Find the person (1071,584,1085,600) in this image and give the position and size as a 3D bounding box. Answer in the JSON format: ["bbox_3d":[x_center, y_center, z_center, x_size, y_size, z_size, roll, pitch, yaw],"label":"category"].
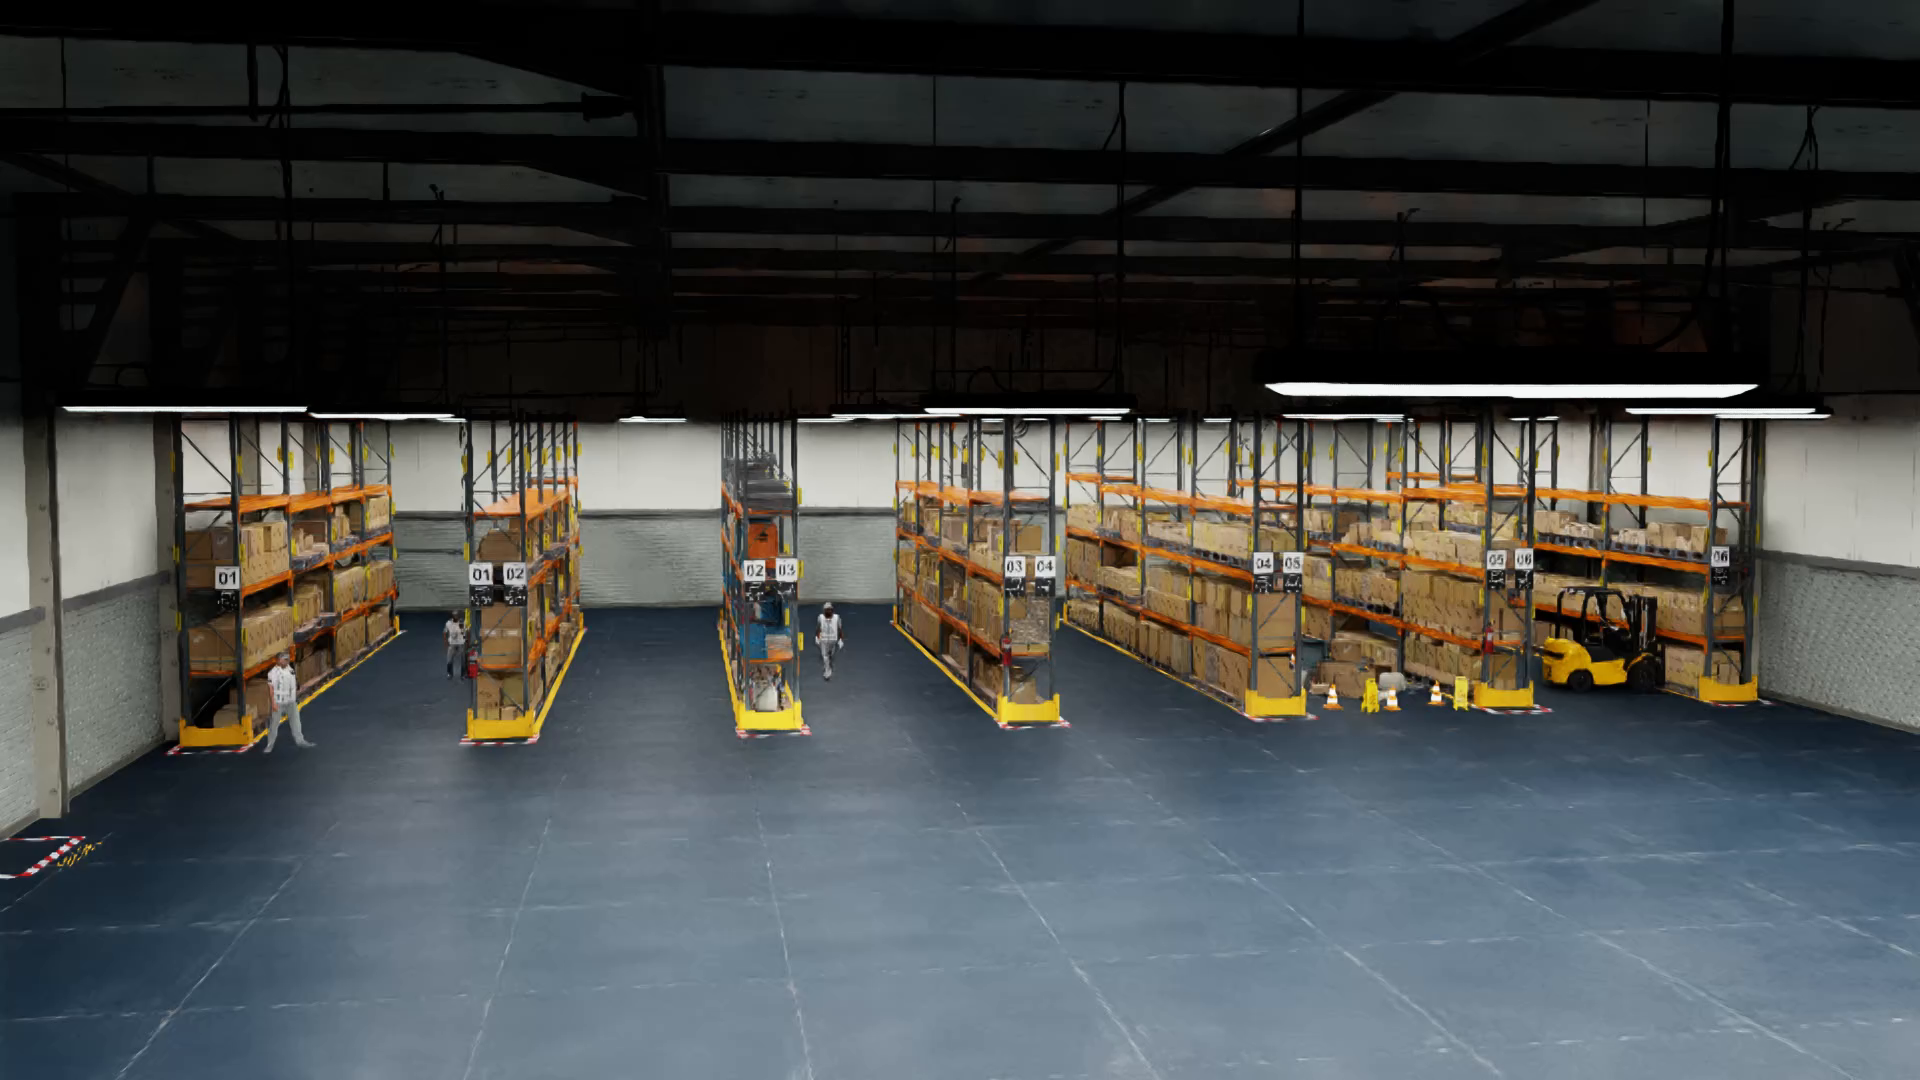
[{"bbox_3d":[3.648,1.342,50.964,0.531,1.667,0.524,2,4,27],"label":"person"}]

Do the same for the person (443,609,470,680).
[{"bbox_3d":[-11.250,2.323,37.189,0.592,1.629,0.531,-1,4,-12],"label":"person"}]

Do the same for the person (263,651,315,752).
[{"bbox_3d":[-11.824,2.801,29.148,0.586,1.755,0.772,2,5,29],"label":"person"}]

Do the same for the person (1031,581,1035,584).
[{"bbox_3d":[2.137,1.587,46.994,0.543,1.700,1.115,-1,4,-7],"label":"person"}]

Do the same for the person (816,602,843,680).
[{"bbox_3d":[-2.930,2.251,37.369,0.577,1.733,1.042,-1,4,-11],"label":"person"}]
